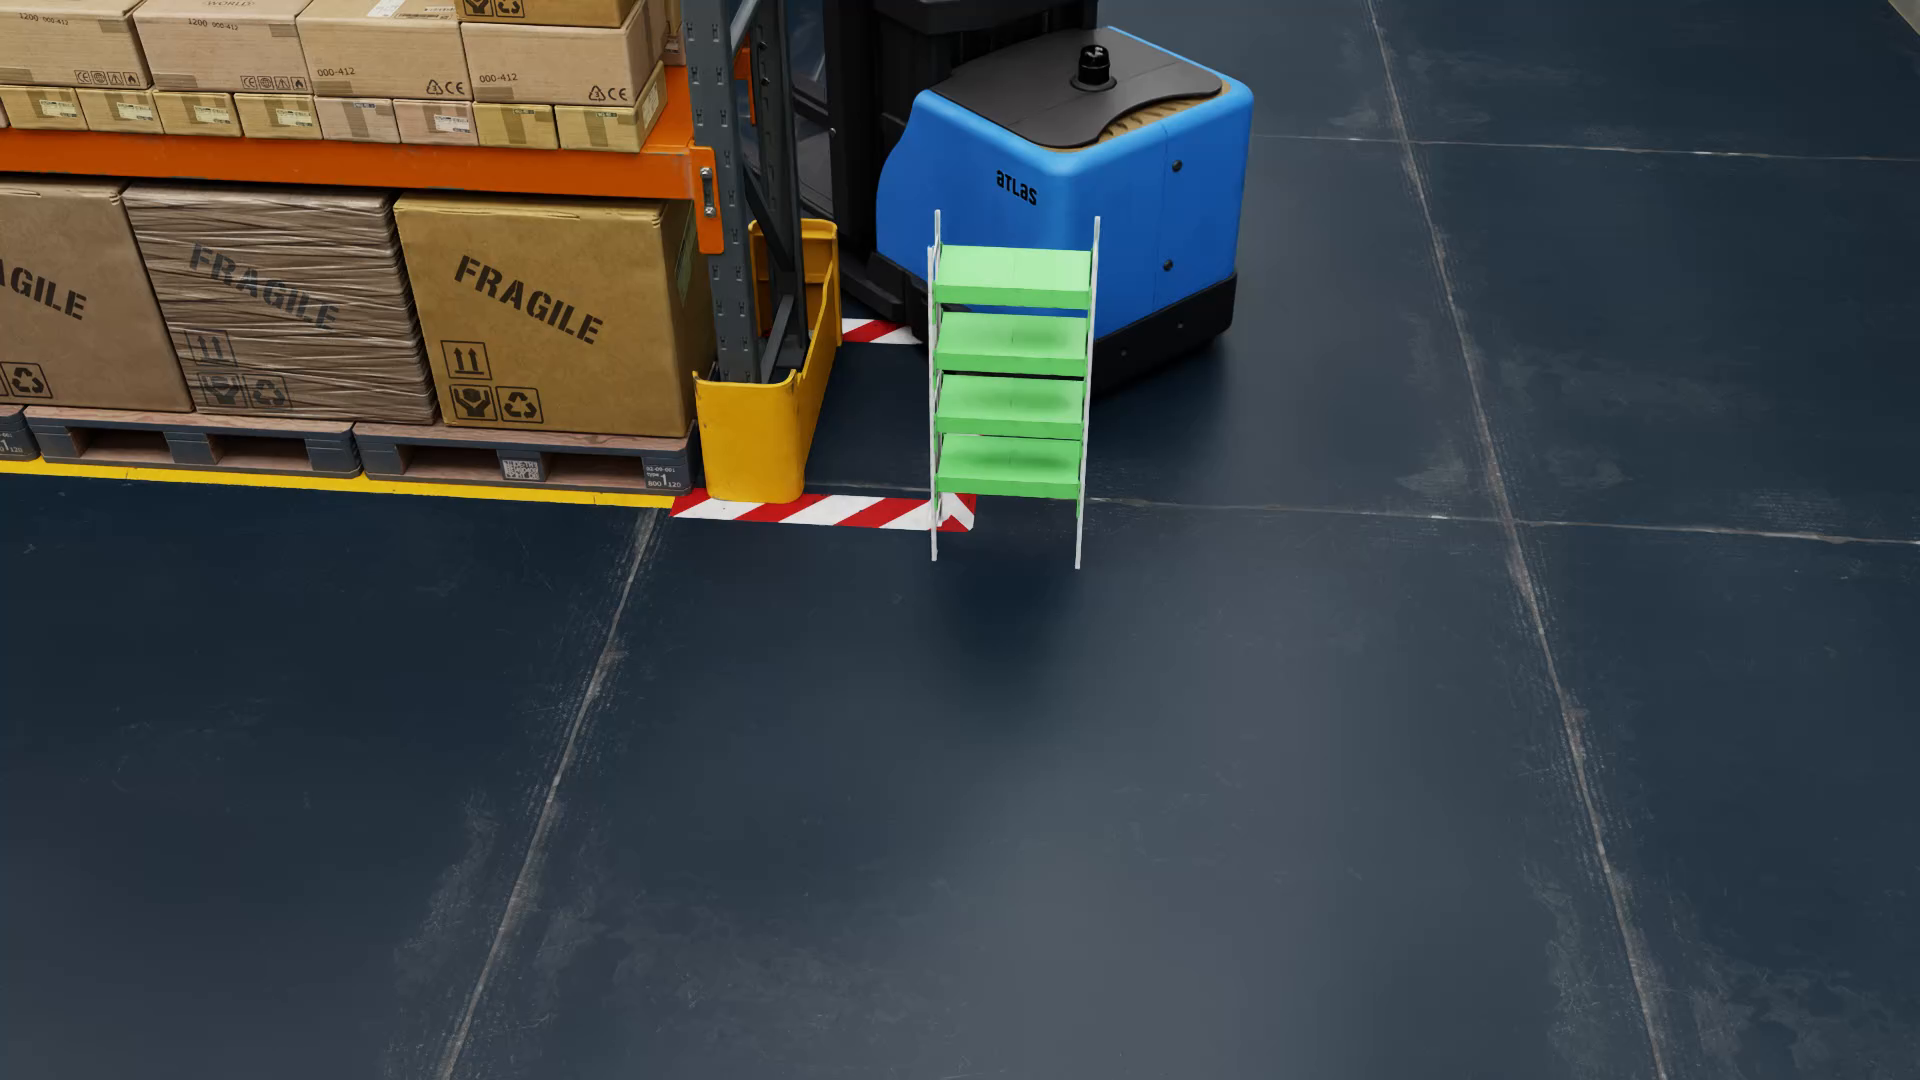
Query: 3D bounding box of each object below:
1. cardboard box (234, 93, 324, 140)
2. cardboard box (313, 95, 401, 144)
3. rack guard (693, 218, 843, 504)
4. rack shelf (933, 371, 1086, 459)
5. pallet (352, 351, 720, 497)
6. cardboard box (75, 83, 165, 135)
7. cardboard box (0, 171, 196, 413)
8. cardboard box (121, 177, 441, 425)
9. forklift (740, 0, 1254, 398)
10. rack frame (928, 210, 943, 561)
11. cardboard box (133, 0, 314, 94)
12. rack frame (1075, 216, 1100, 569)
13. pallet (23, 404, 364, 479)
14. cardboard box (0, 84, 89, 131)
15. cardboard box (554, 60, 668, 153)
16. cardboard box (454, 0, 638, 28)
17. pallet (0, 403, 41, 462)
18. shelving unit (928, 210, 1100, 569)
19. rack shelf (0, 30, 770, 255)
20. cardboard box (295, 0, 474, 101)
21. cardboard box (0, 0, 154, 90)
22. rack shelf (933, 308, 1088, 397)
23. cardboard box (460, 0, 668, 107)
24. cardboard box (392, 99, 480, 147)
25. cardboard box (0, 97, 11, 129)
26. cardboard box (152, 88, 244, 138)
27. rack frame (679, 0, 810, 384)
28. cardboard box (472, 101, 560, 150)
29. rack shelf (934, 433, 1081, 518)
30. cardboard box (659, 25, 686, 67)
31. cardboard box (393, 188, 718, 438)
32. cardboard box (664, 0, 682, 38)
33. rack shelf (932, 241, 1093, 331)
[{"bbox_3d":[-2.118,-1.436,5.337,0.250,0.149,0.380,2,39,3],"label":"cardboard box"},{"bbox_3d":[-1.859,-1.423,5.321,0.250,0.149,0.380,4,39,5],"label":"cardboard box"},{"bbox_3d":[-0.693,-0.696,6.209,0.348,0.500,1.175,3,39,4],"label":"rack guard"},{"bbox_3d":[0.165,-0.407,5.400,0.480,0.148,0.258,3,39,4],"label":"rack shelf"},{"bbox_3d":[-1.520,-0.579,6.295,1.213,0.211,1.003,3,39,4],"label":"pallet"},{"bbox_3d":[-2.623,-1.465,5.373,0.250,0.149,0.380,4,39,5],"label":"cardboard box"},{"bbox_3d":[-3.154,-1.088,6.061,0.875,0.875,0.875,3,39,4],"label":"cardboard box"},{"bbox_3d":[-2.268,-1.040,6.001,0.875,0.875,0.875,3,39,4],"label":"cardboard box"},{"bbox_3d":[-0.232,-2.483,6.479,1.130,2.935,3.031,-28,47,-30],"label":"forklift"},{"bbox_3d":[-0.078,-0.470,5.376,0.015,1.200,0.240,3,39,4],"label":"rack frame"},{"bbox_3d":[-2.235,-1.639,5.271,0.500,0.250,0.500,2,39,2],"label":"cardboard box"},{"bbox_3d":[0.408,-0.443,5.344,0.015,1.200,0.240,3,39,4],"label":"rack frame"},{"bbox_3d":[-2.732,-0.648,6.378,1.213,0.211,1.003,3,39,4],"label":"pallet"},{"bbox_3d":[-2.883,-1.478,5.389,0.250,0.149,0.380,2,39,3],"label":"cardboard box"},{"bbox_3d":[-1.100,-1.382,5.270,0.250,0.149,0.380,4,39,5],"label":"cardboard box"},{"bbox_3d":[-1.225,-1.876,4.968,0.500,0.500,0.500,4,39,4],"label":"cardboard box"},{"bbox_3d":[-3.951,-0.712,6.458,1.213,0.211,1.003,3,39,4],"label":"pallet"},{"bbox_3d":[0.165,-0.456,5.360,0.503,1.200,0.258,3,39,4],"label":"shelving unit"},{"bbox_3d":[-2.709,-1.497,5.782,4.000,0.370,1.077,3,39,4],"label":"rack shelf"},{"bbox_3d":[-1.728,-1.611,5.237,0.500,0.250,0.500,2,39,3],"label":"cardboard box"},{"bbox_3d":[-2.754,-1.665,5.302,0.500,0.250,0.500,3,39,4],"label":"cardboard box"},{"bbox_3d":[0.165,-0.593,5.249,0.480,0.148,0.258,3,39,4],"label":"rack shelf"},{"bbox_3d":[-1.222,-1.583,5.202,0.500,0.250,0.500,3,39,3],"label":"cardboard box"},{"bbox_3d":[-1.610,-1.409,5.304,0.250,0.149,0.380,3,39,4],"label":"cardboard box"},{"bbox_3d":[-3.144,-1.492,5.405,0.250,0.149,0.380,4,39,4],"label":"cardboard box"},{"bbox_3d":[-2.376,-1.450,5.354,0.250,0.149,0.380,3,39,4],"label":"cardboard box"},{"bbox_3d":[-0.717,-1.667,5.421,0.127,3.000,1.000,3,39,4],"label":"rack frame"},{"bbox_3d":[-1.359,-1.395,5.286,0.250,0.149,0.380,4,39,4],"label":"cardboard box"},{"bbox_3d":[0.165,-0.221,5.552,0.480,0.148,0.258,3,39,4],"label":"rack shelf"},{"bbox_3d":[-1.042,-1.796,5.779,0.250,0.149,0.380,4,39,4],"label":"cardboard box"},{"bbox_3d":[-1.361,-0.990,5.941,0.875,0.875,0.875,3,39,4],"label":"cardboard box"},{"bbox_3d":[-1.172,-1.920,5.616,0.500,0.250,0.500,2,39,3],"label":"cardboard box"},{"bbox_3d":[0.165,-0.779,5.097,0.480,0.148,0.258,3,39,4],"label":"rack shelf"}]
